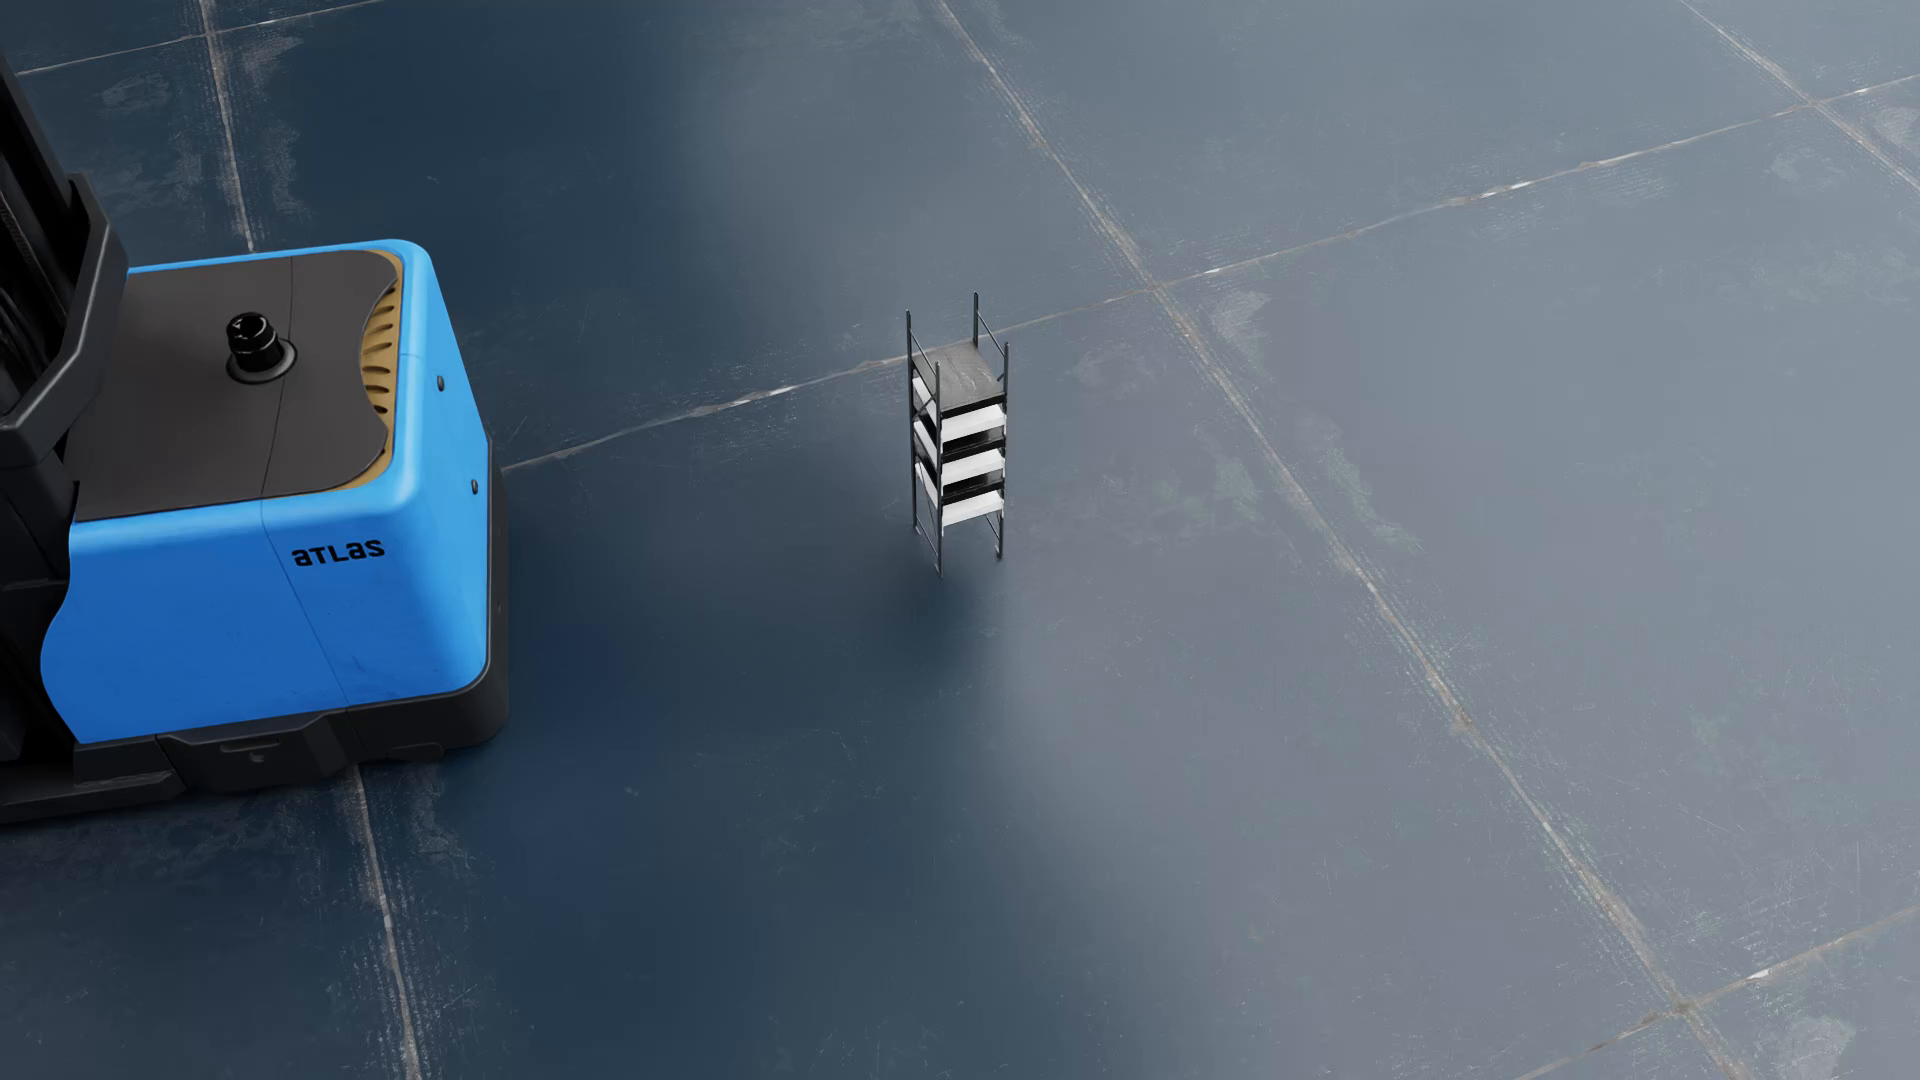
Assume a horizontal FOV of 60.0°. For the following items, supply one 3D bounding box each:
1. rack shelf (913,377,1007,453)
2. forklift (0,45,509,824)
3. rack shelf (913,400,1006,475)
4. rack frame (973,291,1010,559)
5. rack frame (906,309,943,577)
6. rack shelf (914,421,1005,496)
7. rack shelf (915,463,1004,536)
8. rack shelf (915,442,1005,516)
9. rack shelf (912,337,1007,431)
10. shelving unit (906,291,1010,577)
[{"bbox_3d":[-0.008,-0.386,4.795,0.200,0.077,0.258,-17,52,-14],"label":"rack shelf"},{"bbox_3d":[-2.852,-0.535,3.777,3.031,2.935,1.130,-8,50,-7],"label":"forklift"},{"bbox_3d":[-0.008,-0.328,4.864,0.200,0.077,0.258,-17,52,-14],"label":"rack shelf"},{"bbox_3d":[0.087,-0.320,4.932,0.006,0.900,0.240,-17,52,-14],"label":"rack frame"},{"bbox_3d":[-0.102,-0.262,4.882,0.006,0.900,0.240,-17,52,-14],"label":"rack frame"},{"bbox_3d":[-0.008,-0.269,4.932,0.200,0.077,0.258,-17,52,-14],"label":"rack shelf"},{"bbox_3d":[-0.008,-0.152,5.068,0.200,0.077,0.258,-17,52,-14],"label":"rack shelf"},{"bbox_3d":[-0.008,-0.211,5.000,0.200,0.077,0.258,-17,52,-14],"label":"rack shelf"},{"bbox_3d":[-0.008,-0.445,4.727,0.200,0.077,0.258,-17,52,-14],"label":"rack shelf"},{"bbox_3d":[-0.008,-0.291,4.907,0.210,0.900,0.258,-17,52,-14],"label":"shelving unit"}]
